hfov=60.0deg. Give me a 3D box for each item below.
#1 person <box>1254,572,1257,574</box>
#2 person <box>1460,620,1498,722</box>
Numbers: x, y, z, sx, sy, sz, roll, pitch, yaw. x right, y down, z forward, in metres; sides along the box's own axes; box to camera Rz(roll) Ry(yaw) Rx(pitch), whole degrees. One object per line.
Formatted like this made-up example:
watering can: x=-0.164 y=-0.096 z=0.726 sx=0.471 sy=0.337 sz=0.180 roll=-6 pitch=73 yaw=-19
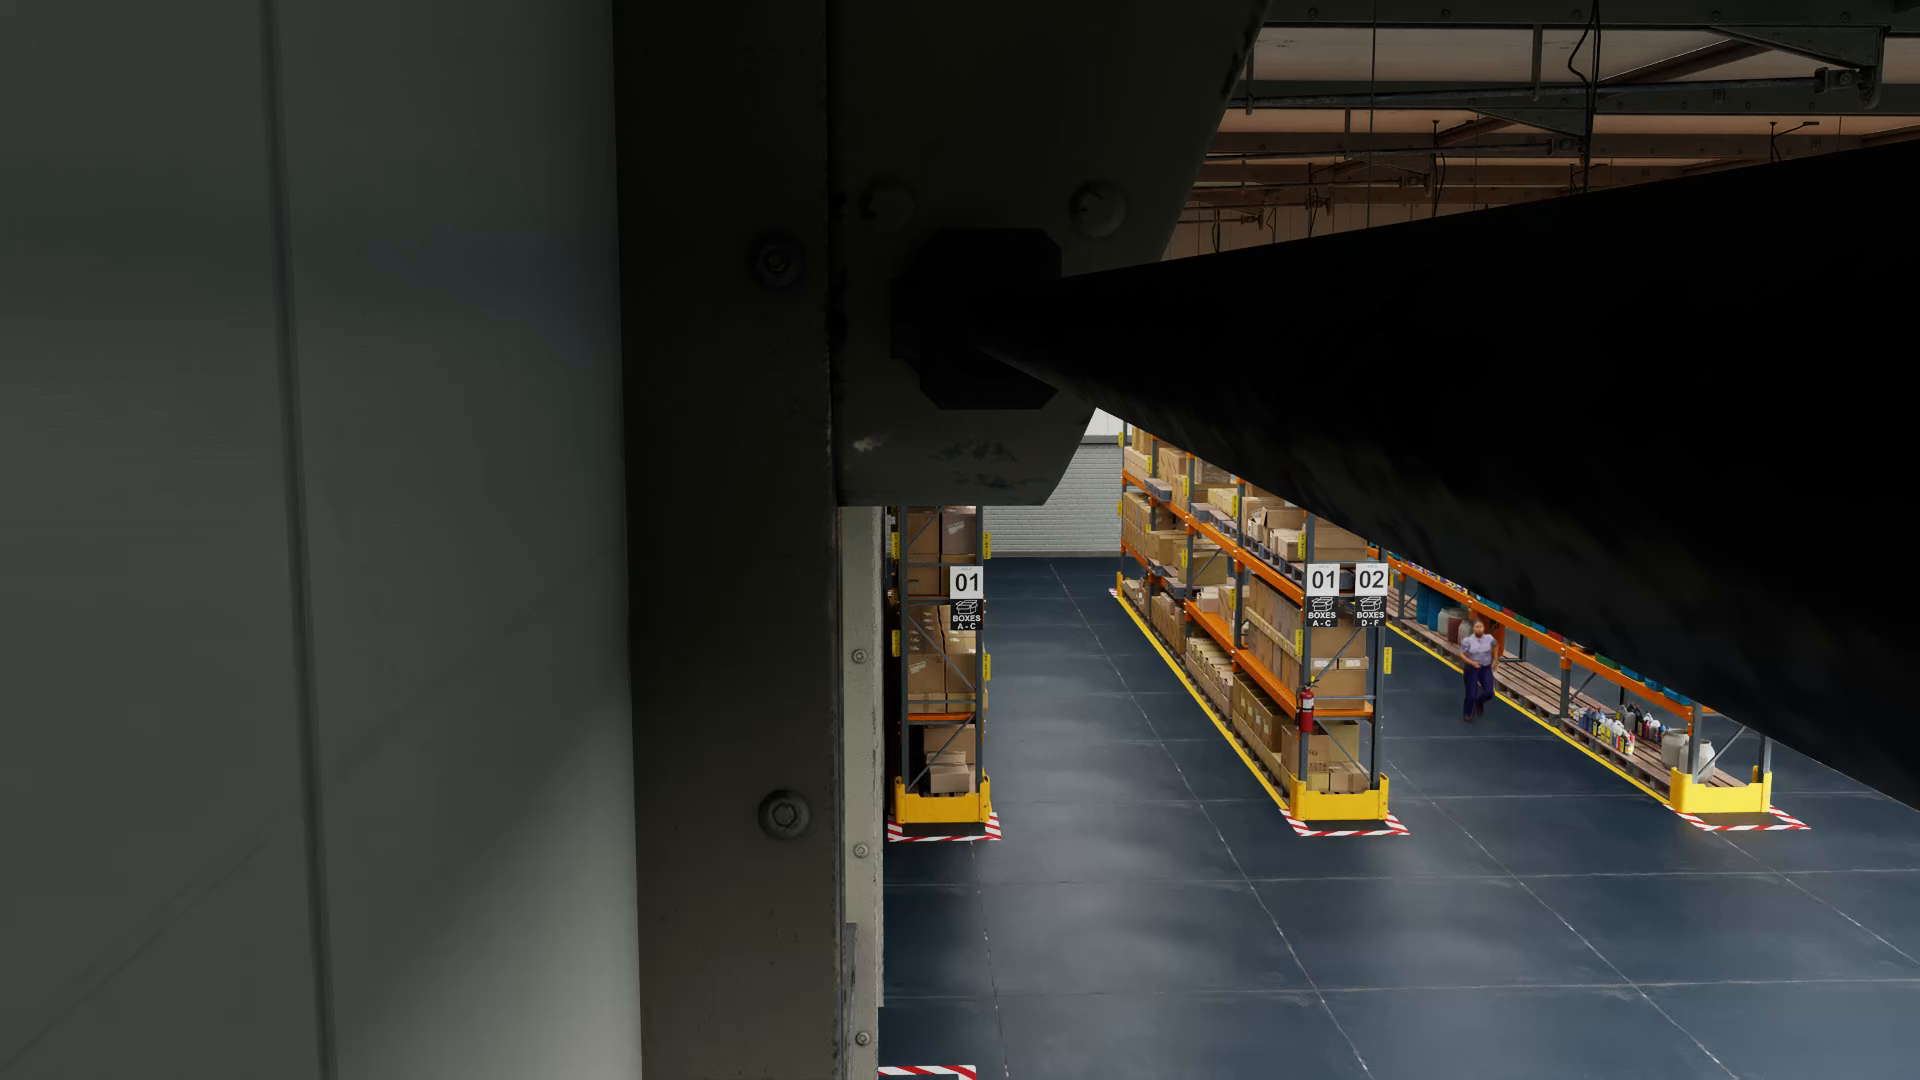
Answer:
person: x=6.227 y=0.832 z=33.135 sx=0.708 sy=1.798 sz=0.749 roll=-2 pitch=8 yaw=-13
person: x=7.885 y=2.011 z=25.236 sx=0.628 sy=1.585 sz=0.697 roll=0 pitch=8 yaw=3
